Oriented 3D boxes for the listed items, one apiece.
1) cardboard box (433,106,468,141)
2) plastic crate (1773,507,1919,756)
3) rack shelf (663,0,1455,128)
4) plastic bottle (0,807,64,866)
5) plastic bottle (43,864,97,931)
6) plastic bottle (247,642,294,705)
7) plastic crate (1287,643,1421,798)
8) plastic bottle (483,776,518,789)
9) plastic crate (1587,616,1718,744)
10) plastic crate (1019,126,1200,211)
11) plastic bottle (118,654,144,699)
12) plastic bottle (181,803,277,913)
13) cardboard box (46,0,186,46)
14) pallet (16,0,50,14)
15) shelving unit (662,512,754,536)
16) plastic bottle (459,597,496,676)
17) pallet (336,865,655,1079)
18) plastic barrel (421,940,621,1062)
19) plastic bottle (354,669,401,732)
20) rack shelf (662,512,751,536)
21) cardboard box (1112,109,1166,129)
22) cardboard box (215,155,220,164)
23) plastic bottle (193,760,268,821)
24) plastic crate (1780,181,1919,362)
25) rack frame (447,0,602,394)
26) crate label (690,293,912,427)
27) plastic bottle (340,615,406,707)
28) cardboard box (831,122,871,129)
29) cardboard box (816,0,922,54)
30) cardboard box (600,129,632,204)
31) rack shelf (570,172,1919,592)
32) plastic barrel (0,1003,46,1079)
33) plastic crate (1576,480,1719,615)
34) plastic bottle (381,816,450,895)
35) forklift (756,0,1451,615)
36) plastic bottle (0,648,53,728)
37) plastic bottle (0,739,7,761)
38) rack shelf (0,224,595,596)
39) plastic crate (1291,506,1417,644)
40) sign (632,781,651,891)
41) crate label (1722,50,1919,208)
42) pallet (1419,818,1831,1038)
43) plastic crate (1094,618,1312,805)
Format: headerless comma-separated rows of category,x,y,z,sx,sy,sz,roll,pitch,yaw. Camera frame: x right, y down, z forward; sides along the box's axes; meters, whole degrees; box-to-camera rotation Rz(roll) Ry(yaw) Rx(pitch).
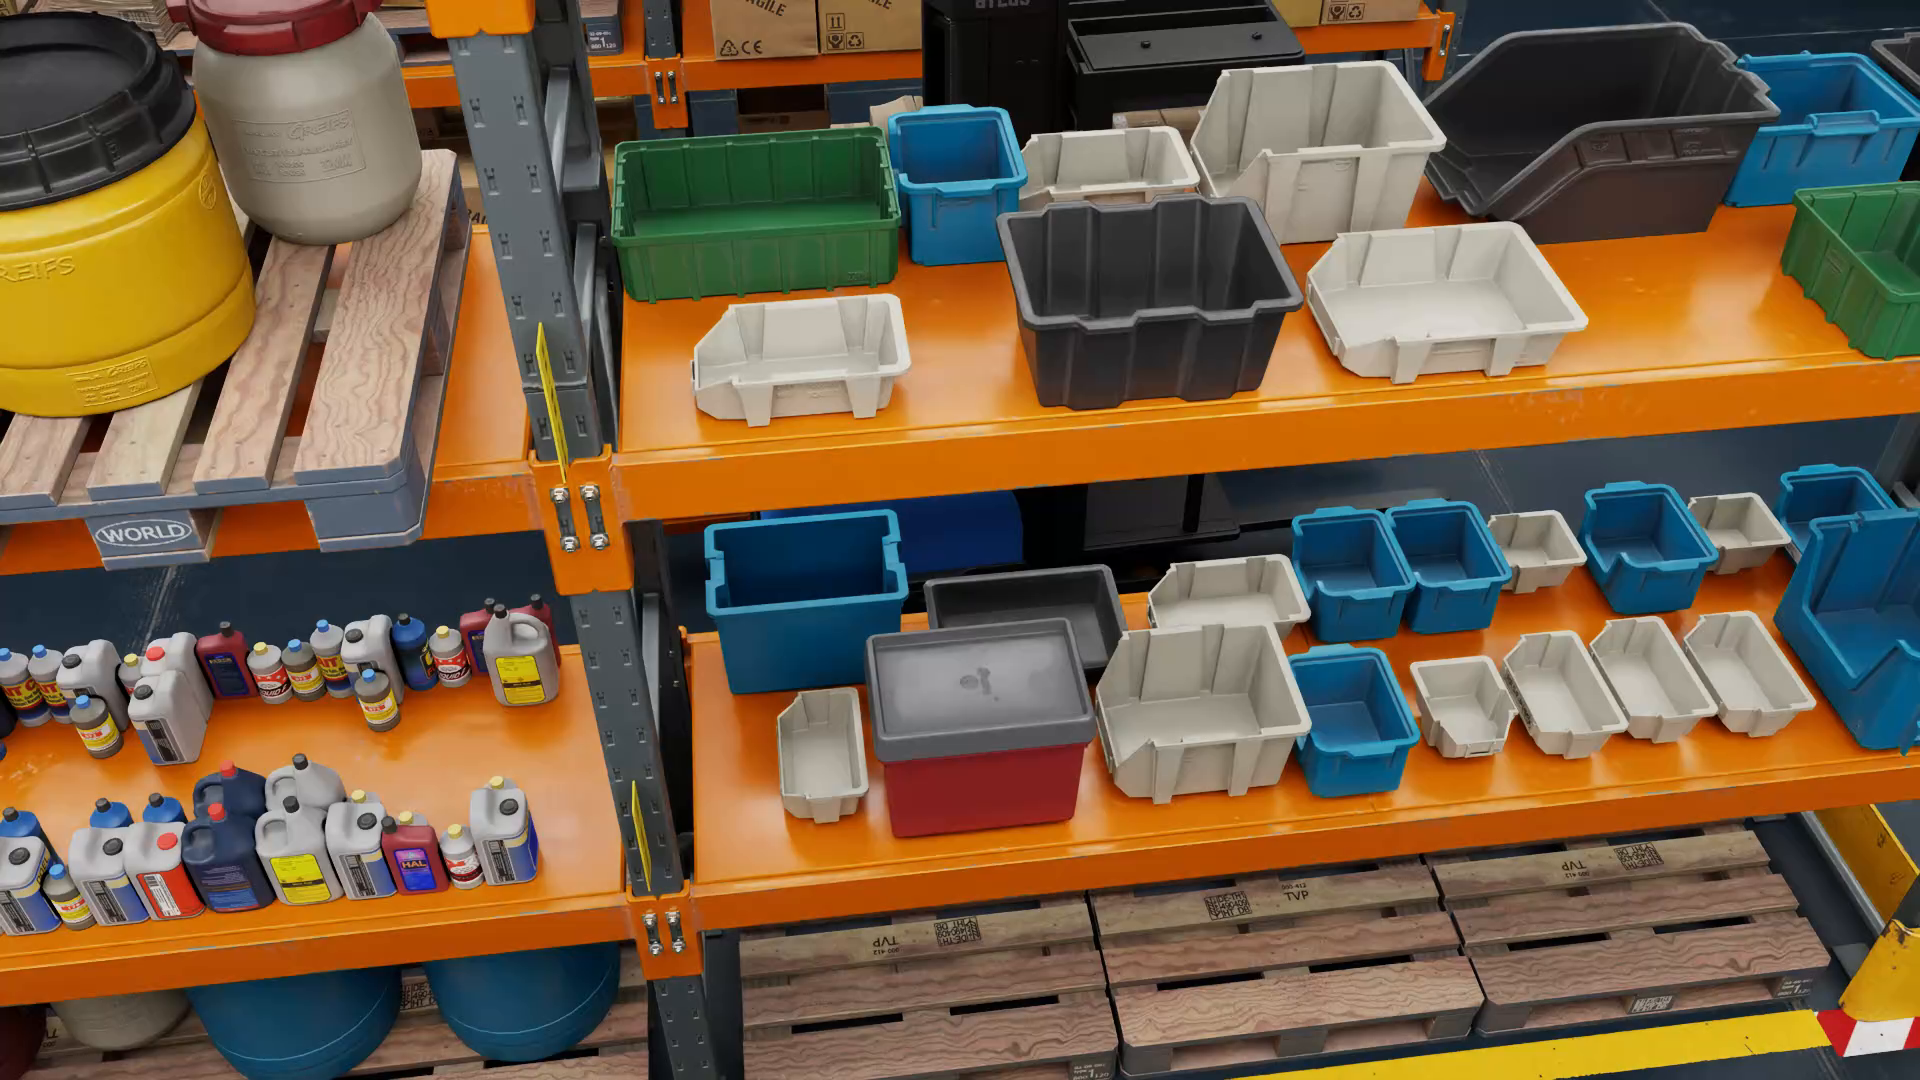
cardboard box,-2.548,-2.106,9.098,0.500,0.500,0.500,-4,42,-5
plastic crate,2.787,0.256,4.871,0.499,0.435,0.616,-5,42,-6
rack shelf,0.473,-2.711,8.769,4.000,0.370,1.077,-5,42,-6
plastic bottle,-2.480,0.808,4.426,0.097,0.271,0.097,0,42,0
plastic bottle,-2.327,0.923,4.350,0.097,0.201,0.097,0,42,0
plastic bottle,-2.054,0.387,4.945,0.097,0.201,0.097,0,42,0
plastic crate,1.092,0.526,4.722,0.300,0.233,0.416,-5,42,-6
plastic bottle,-1.255,0.727,4.568,0.097,0.201,0.097,0,42,0
plastic crate,2.021,0.420,4.912,0.243,0.136,0.396,-5,42,-6
plastic crate,0.341,-0.894,4.174,0.466,0.136,0.293,-5,42,-6
plastic bottle,-2.416,0.418,4.910,0.097,0.201,0.097,0,42,0
plastic bottle,-1.924,0.817,4.357,0.185,0.351,0.144,-5,42,-6
cardboard box,-3.935,-2.733,7.867,0.500,0.500,0.700,2,42,3
pallet,-4.813,-2.492,8.131,1.003,0.211,1.213,-5,42,-6
shelving unit,-1.136,-0.308,6.911,0.503,1.200,0.258,-6,42,-7
plastic bottle,-1.422,0.289,4.993,0.133,0.283,0.061,-5,42,-6
pallet,-1.642,1.560,5.578,1.213,0.211,1.003,-5,42,-6
plastic barrel,-1.413,1.144,5.210,0.708,0.901,0.600,-5,42,-6
plastic bottle,-1.708,0.459,4.865,0.097,0.201,0.097,0,42,0
rack shelf,-1.136,-0.111,7.089,0.480,0.148,0.258,-6,42,-7
cardboard box,0.889,-2.349,9.554,0.500,0.250,0.500,-5,42,-6
cardboard box,-3.971,-1.632,8.572,0.500,0.500,0.500,-6,42,-6
plastic bottle,-1.942,0.721,4.463,0.185,0.351,0.144,-5,42,-6
plastic crate,2.154,-0.622,3.834,0.336,0.188,0.450,-5,42,-6
rack frame,-0.871,-1.742,2.678,0.127,3.000,1.000,-5,42,-6
crate label,-0.349,-0.381,3.606,0.466,0.136,0.293,-5,42,-6
plastic bottle,-1.742,0.350,4.930,0.135,0.276,0.152,-5,42,-6
cardboard box,-0.618,-2.220,9.487,0.250,0.149,0.380,-5,42,-6
cardboard box,-0.462,-2.752,8.202,0.500,0.500,0.500,-4,42,-5
cardboard box,-1.962,-1.807,8.767,0.500,0.500,0.500,-5,42,-6
rack shelf,1.112,-0.535,4.117,4.000,0.370,1.077,-5,42,-6
plastic barrel,-3.235,1.420,5.138,0.708,0.588,0.600,-5,42,-6
plastic crate,2.155,0.038,5.264,0.300,0.233,0.416,-5,42,-6
plastic bottle,-1.444,0.828,4.395,0.133,0.283,0.061,-5,42,-6
forklift,0.620,-1.158,6.561,3.031,2.935,1.130,-6,42,-7
plastic bottle,-2.743,0.421,4.855,0.097,0.271,0.097,0,42,0
plastic bottle,-2.821,0.525,4.739,0.097,0.271,0.097,0,42,0
rack shelf,-2.854,-0.188,3.731,4.000,0.370,1.077,-5,42,-6
plastic crate,1.204,0.121,5.172,0.300,0.233,0.416,-5,42,-6
sign,-0.802,0.748,4.190,0.005,0.325,0.100,-5,42,-6
crate label,2.138,-1.055,4.267,0.502,0.251,0.408,-5,42,-6
pallet,2.272,1.219,5.956,1.213,0.211,1.003,-5,42,-6
plastic crate,0.667,0.497,4.719,0.530,0.282,0.437,-5,42,-6
